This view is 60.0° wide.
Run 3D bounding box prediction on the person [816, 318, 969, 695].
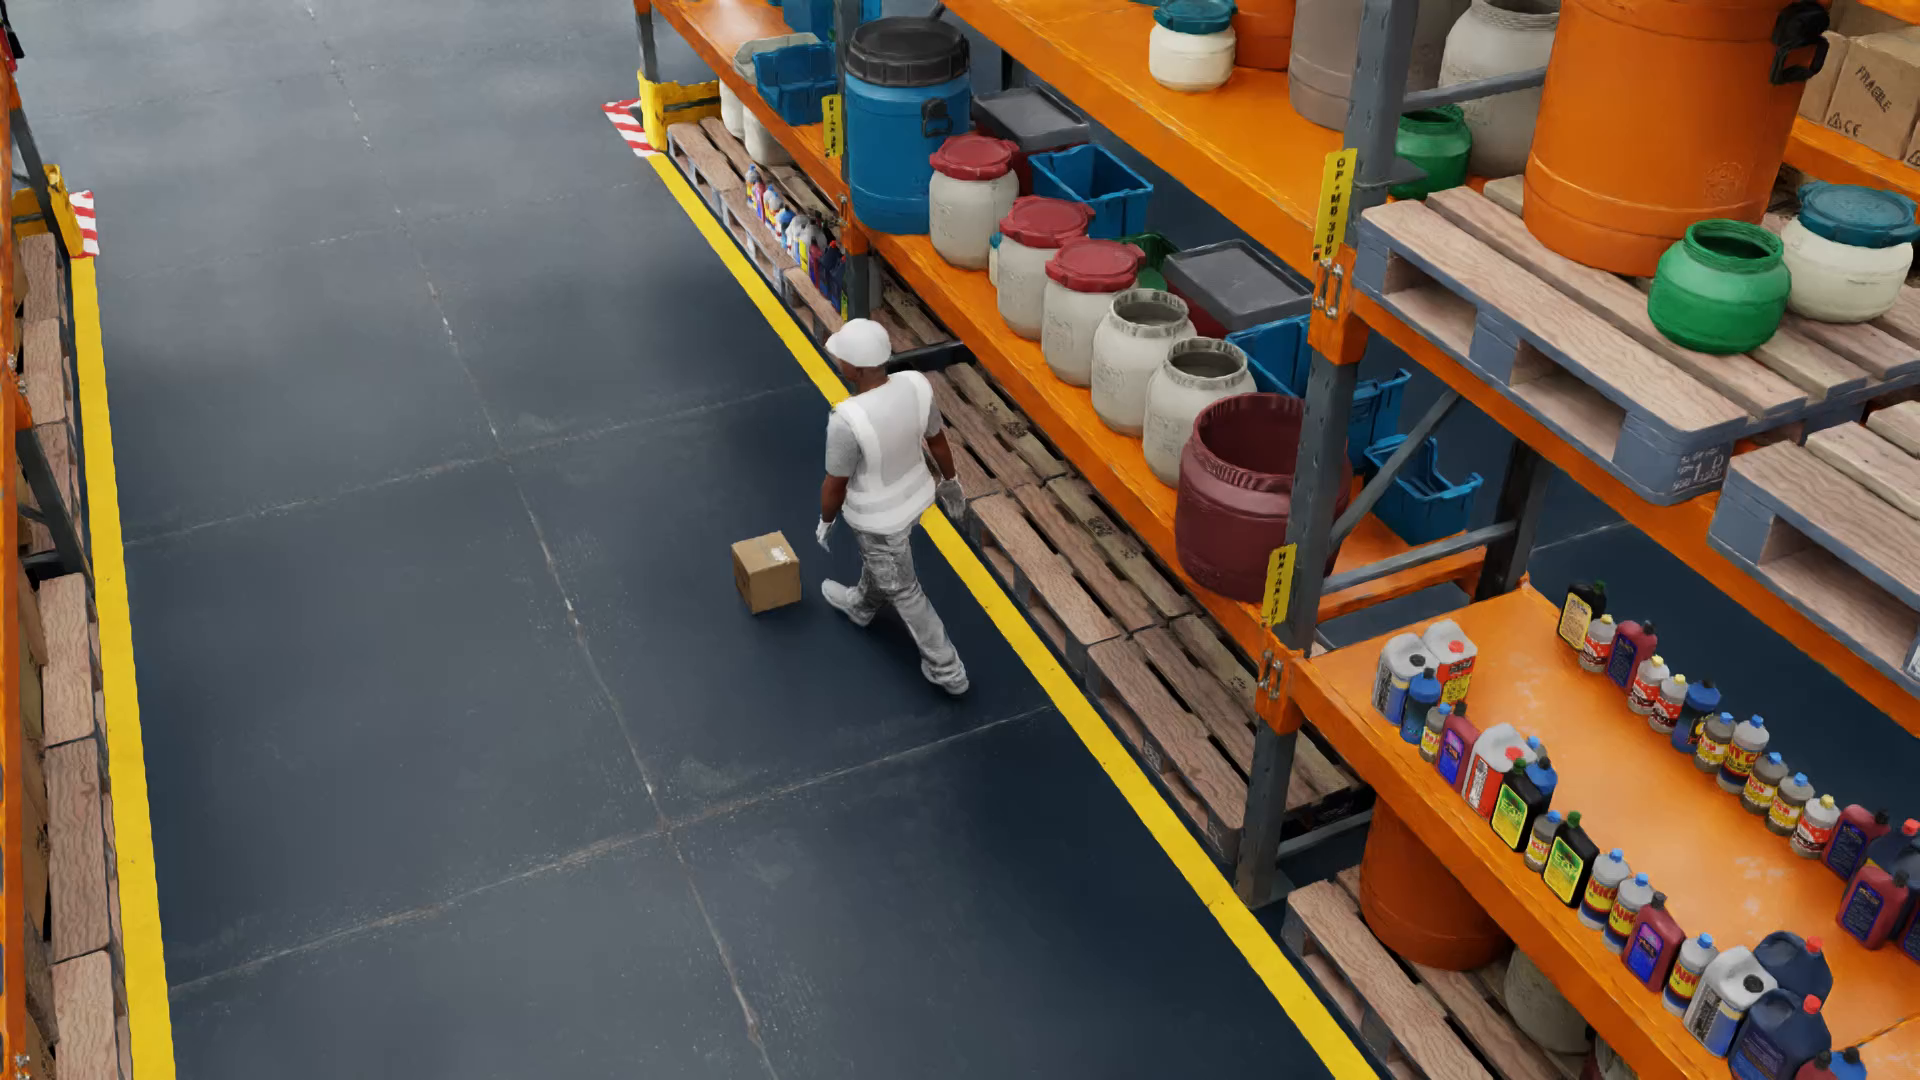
[{"bbox_3d":[-0.344,-0.171,7.081,0.970,1.747,0.631,24,43,28],"label":"person"}]
